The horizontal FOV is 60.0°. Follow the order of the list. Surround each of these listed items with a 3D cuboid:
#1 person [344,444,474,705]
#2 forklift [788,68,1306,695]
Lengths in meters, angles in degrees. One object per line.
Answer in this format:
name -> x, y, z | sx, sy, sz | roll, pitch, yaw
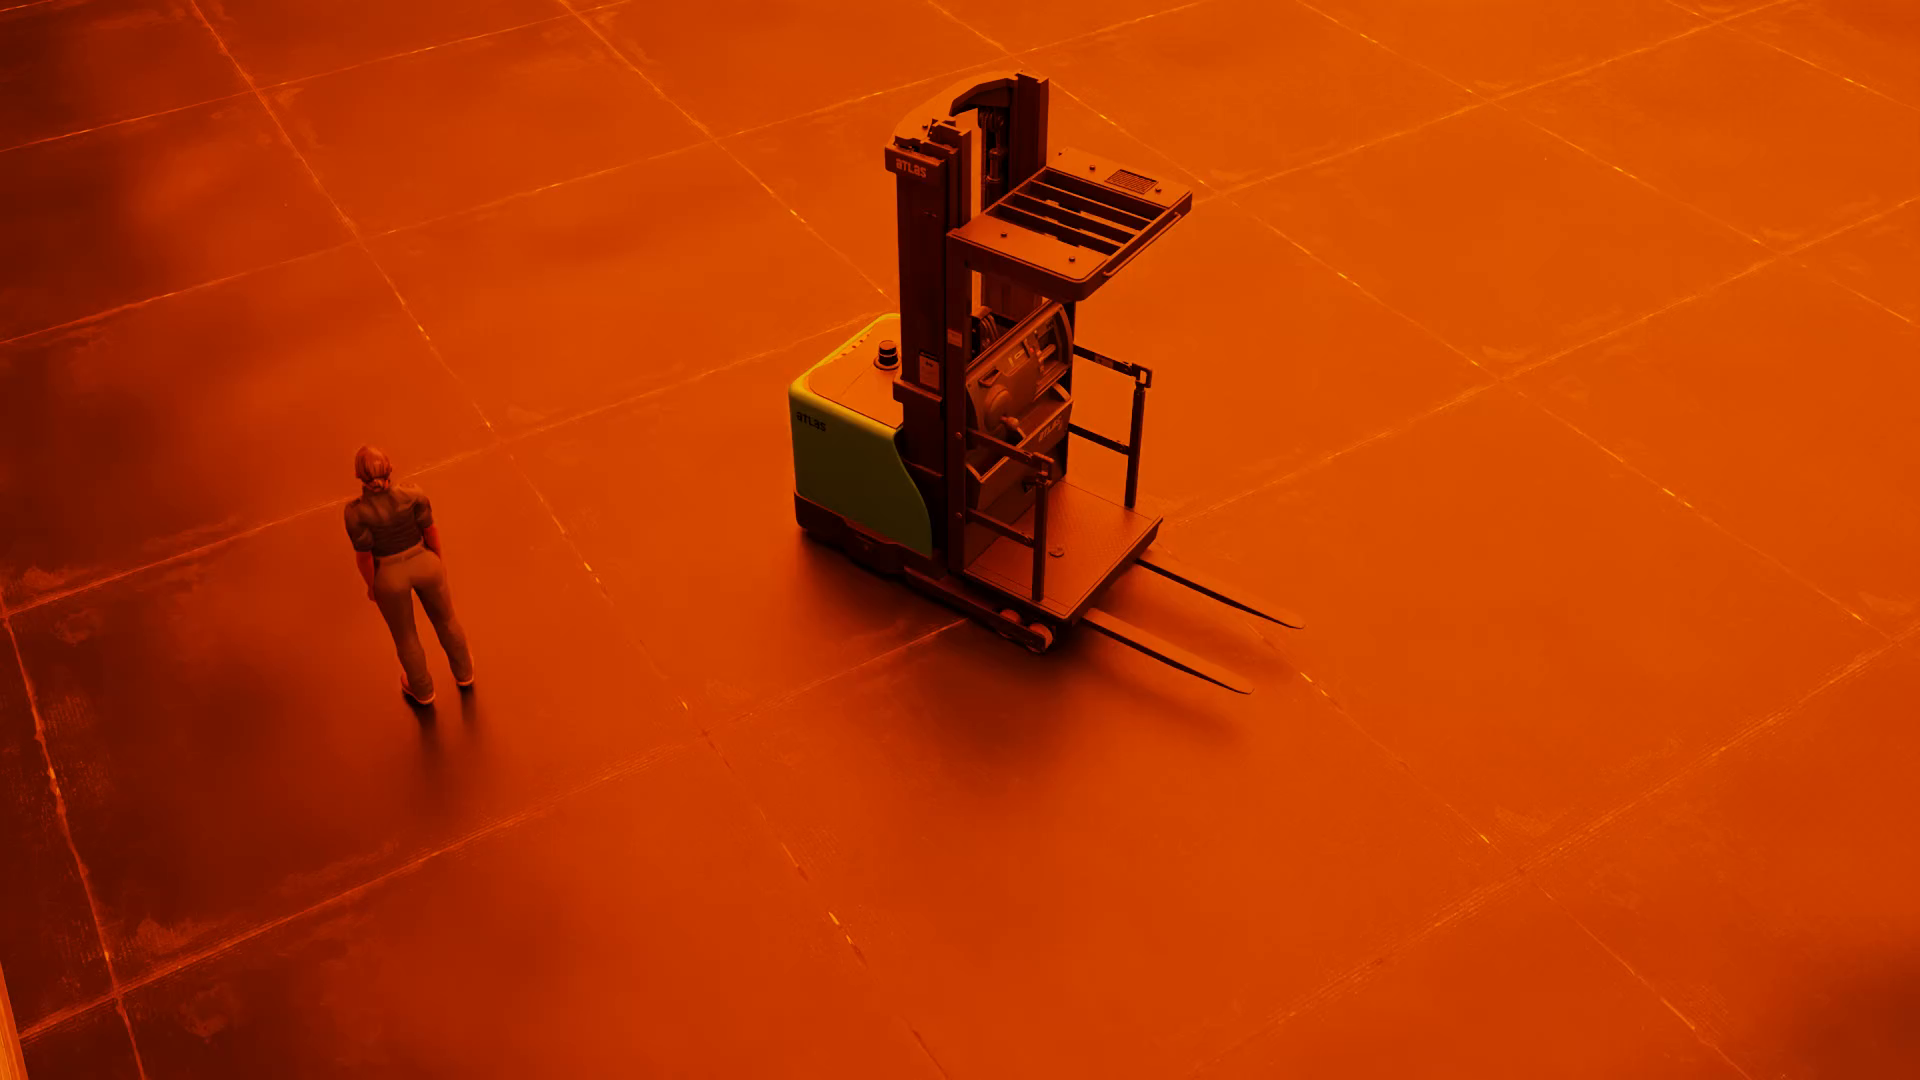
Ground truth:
person -> -2.864, 0.167, 8.600 | 0.452, 1.647, 0.335 | -23, 46, -24
forklift -> 0.496, -0.872, 8.869 | 3.031, 2.935, 1.130 | 25, 47, 26
